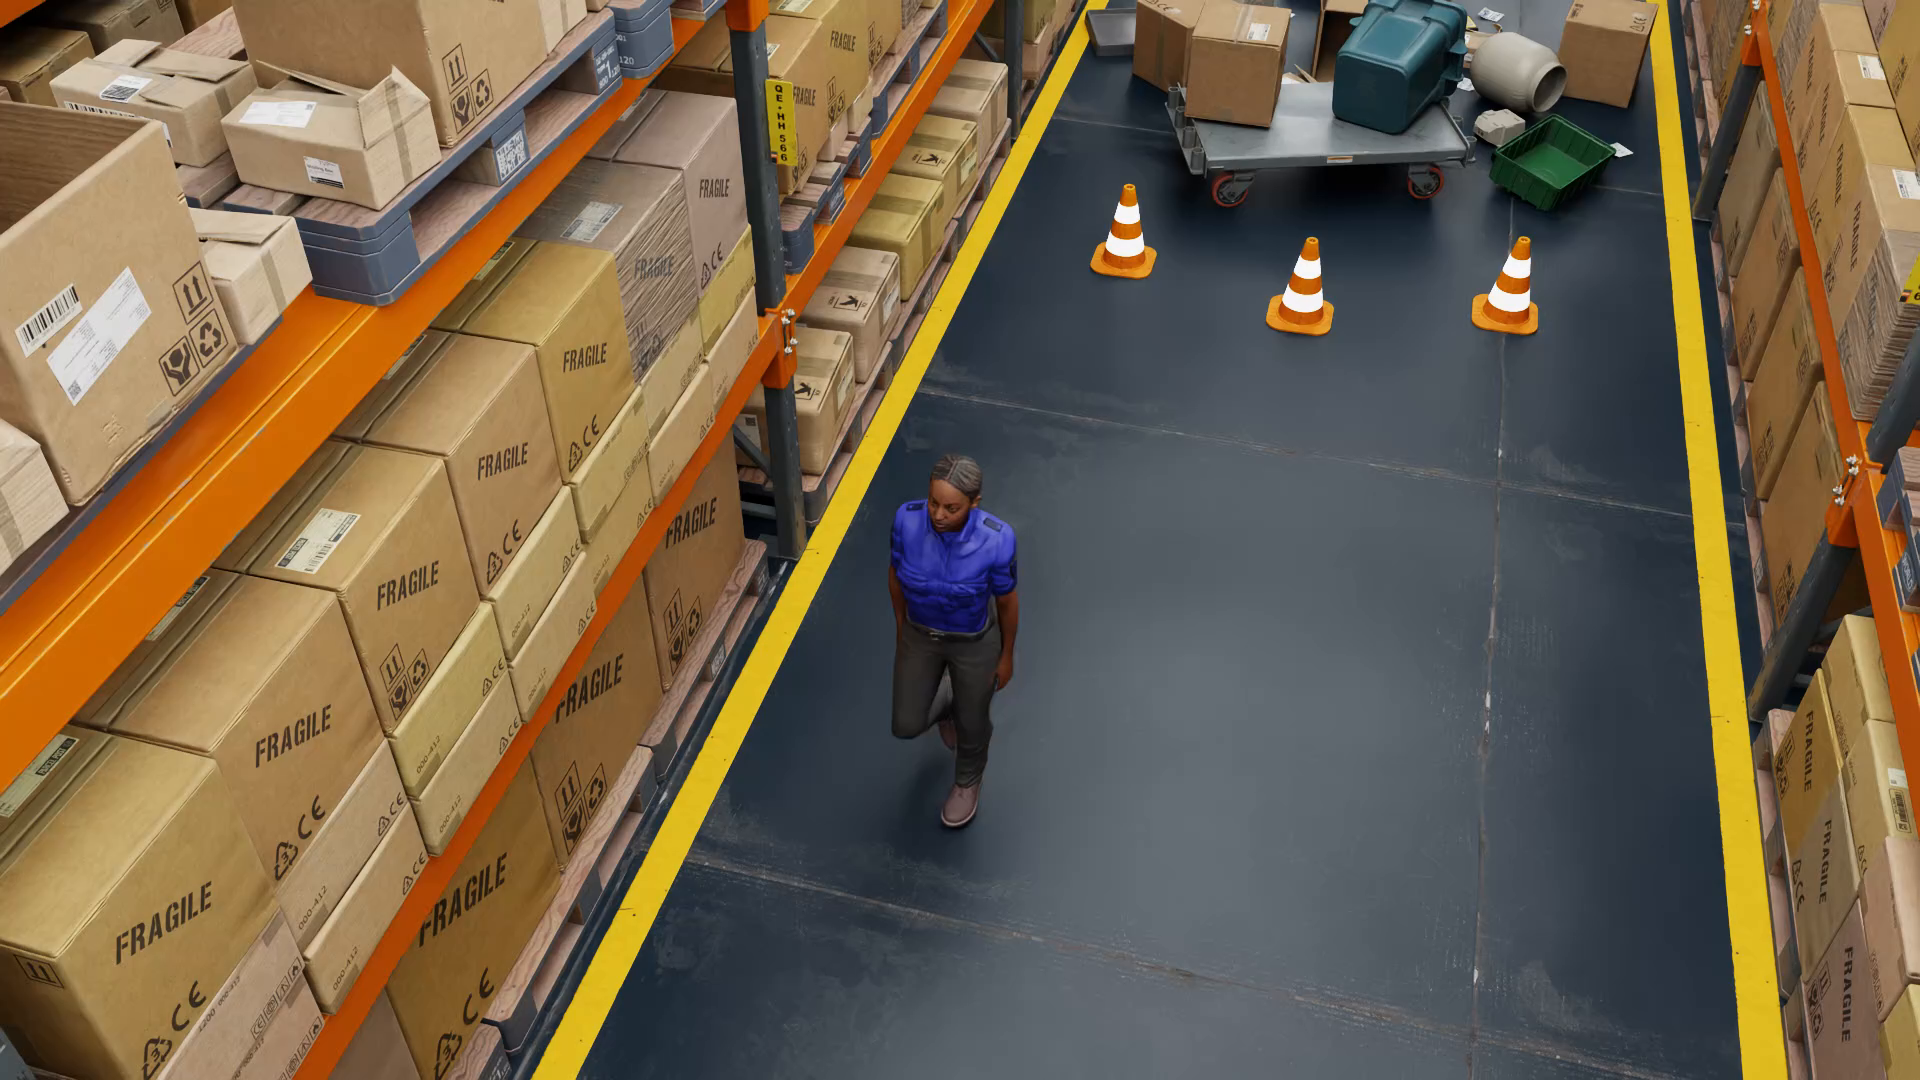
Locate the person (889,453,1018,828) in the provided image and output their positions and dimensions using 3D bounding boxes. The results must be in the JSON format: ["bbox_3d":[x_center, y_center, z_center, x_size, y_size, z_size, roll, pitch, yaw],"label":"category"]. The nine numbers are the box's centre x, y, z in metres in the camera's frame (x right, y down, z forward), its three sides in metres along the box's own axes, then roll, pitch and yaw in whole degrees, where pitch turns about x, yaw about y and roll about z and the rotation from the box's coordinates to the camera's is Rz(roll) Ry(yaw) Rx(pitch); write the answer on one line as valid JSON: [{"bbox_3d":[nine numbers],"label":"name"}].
[{"bbox_3d":[-0.009,0.301,5.787,0.461,1.650,0.499,11,42,12],"label":"person"}]
